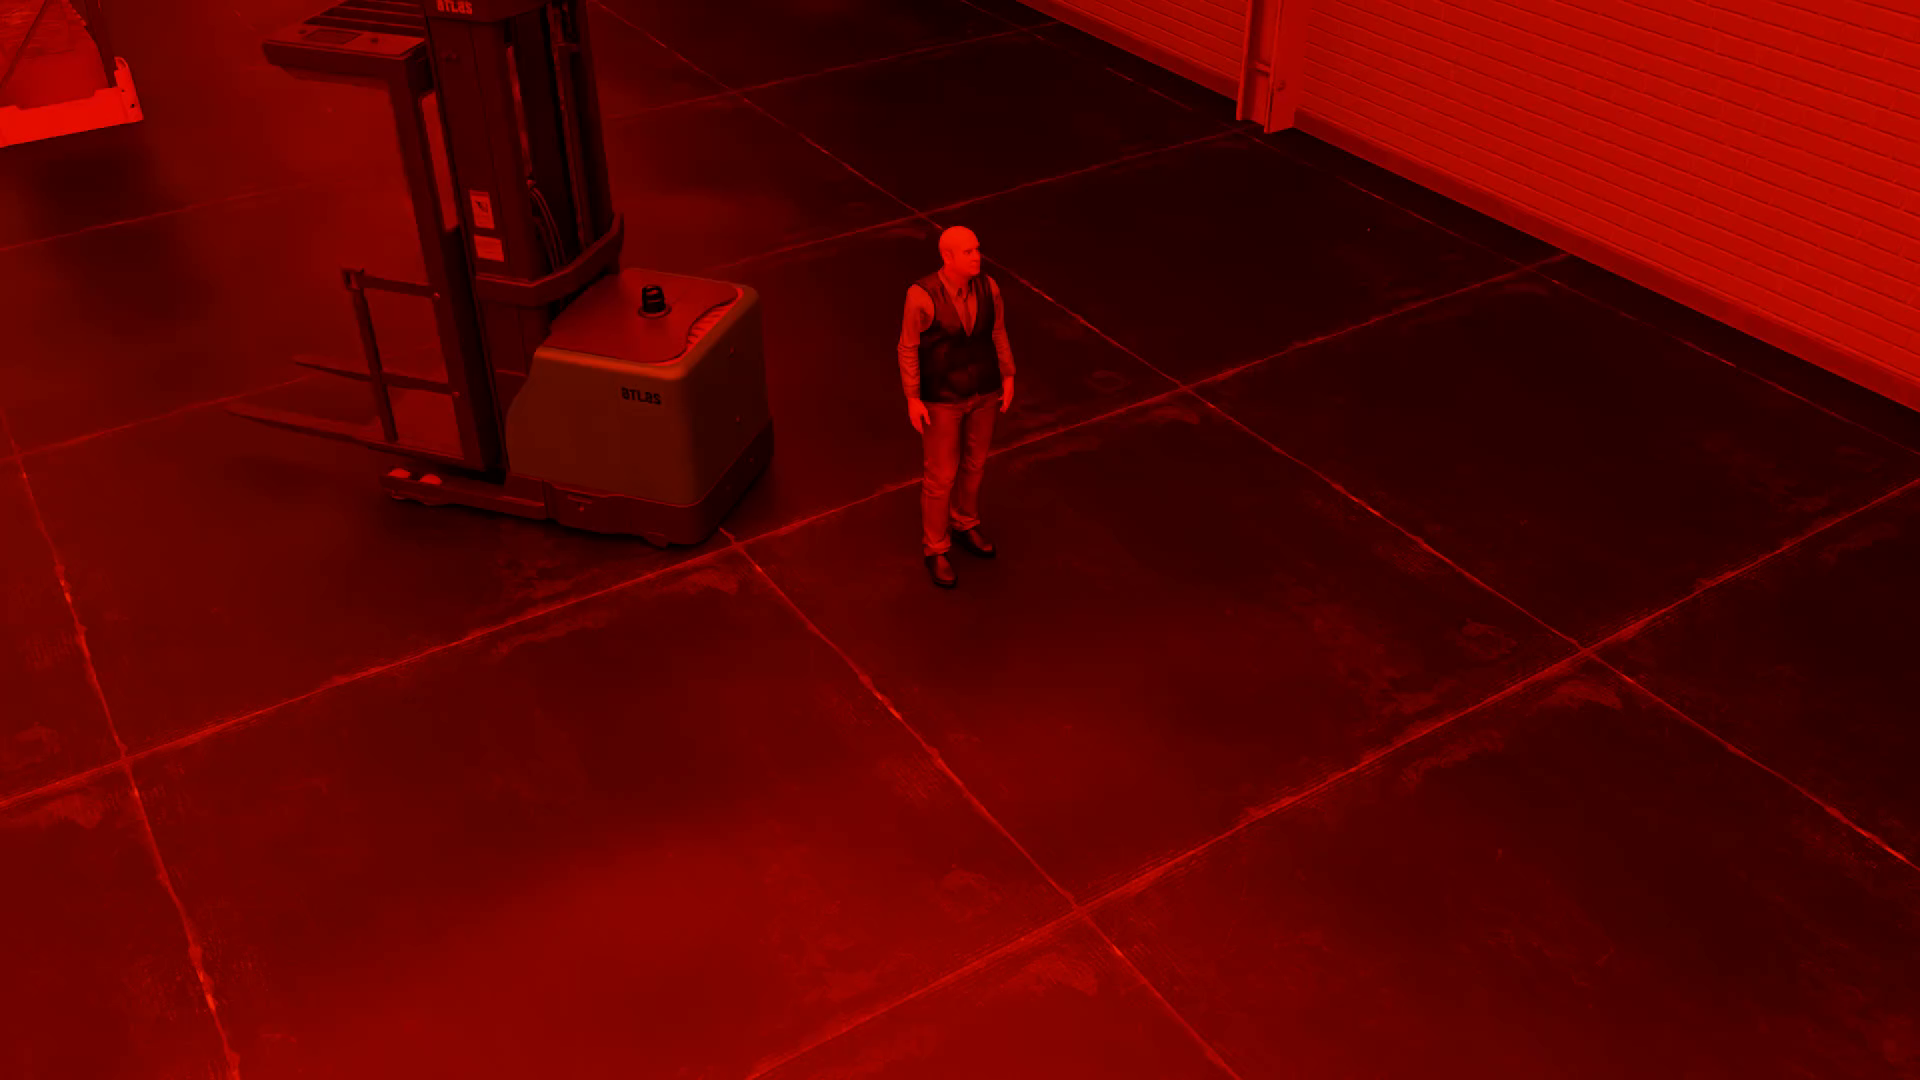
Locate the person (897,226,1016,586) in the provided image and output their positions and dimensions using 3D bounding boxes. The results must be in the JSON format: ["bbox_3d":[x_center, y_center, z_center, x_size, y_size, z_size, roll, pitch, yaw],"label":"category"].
[{"bbox_3d":[0.028,-0.678,8.152,0.633,1.722,0.566,-21,40,-27],"label":"person"}]

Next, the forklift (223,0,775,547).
[{"bbox_3d":[-2.608,-1.659,8.509,3.031,2.935,1.130,11,37,15],"label":"forklift"}]
